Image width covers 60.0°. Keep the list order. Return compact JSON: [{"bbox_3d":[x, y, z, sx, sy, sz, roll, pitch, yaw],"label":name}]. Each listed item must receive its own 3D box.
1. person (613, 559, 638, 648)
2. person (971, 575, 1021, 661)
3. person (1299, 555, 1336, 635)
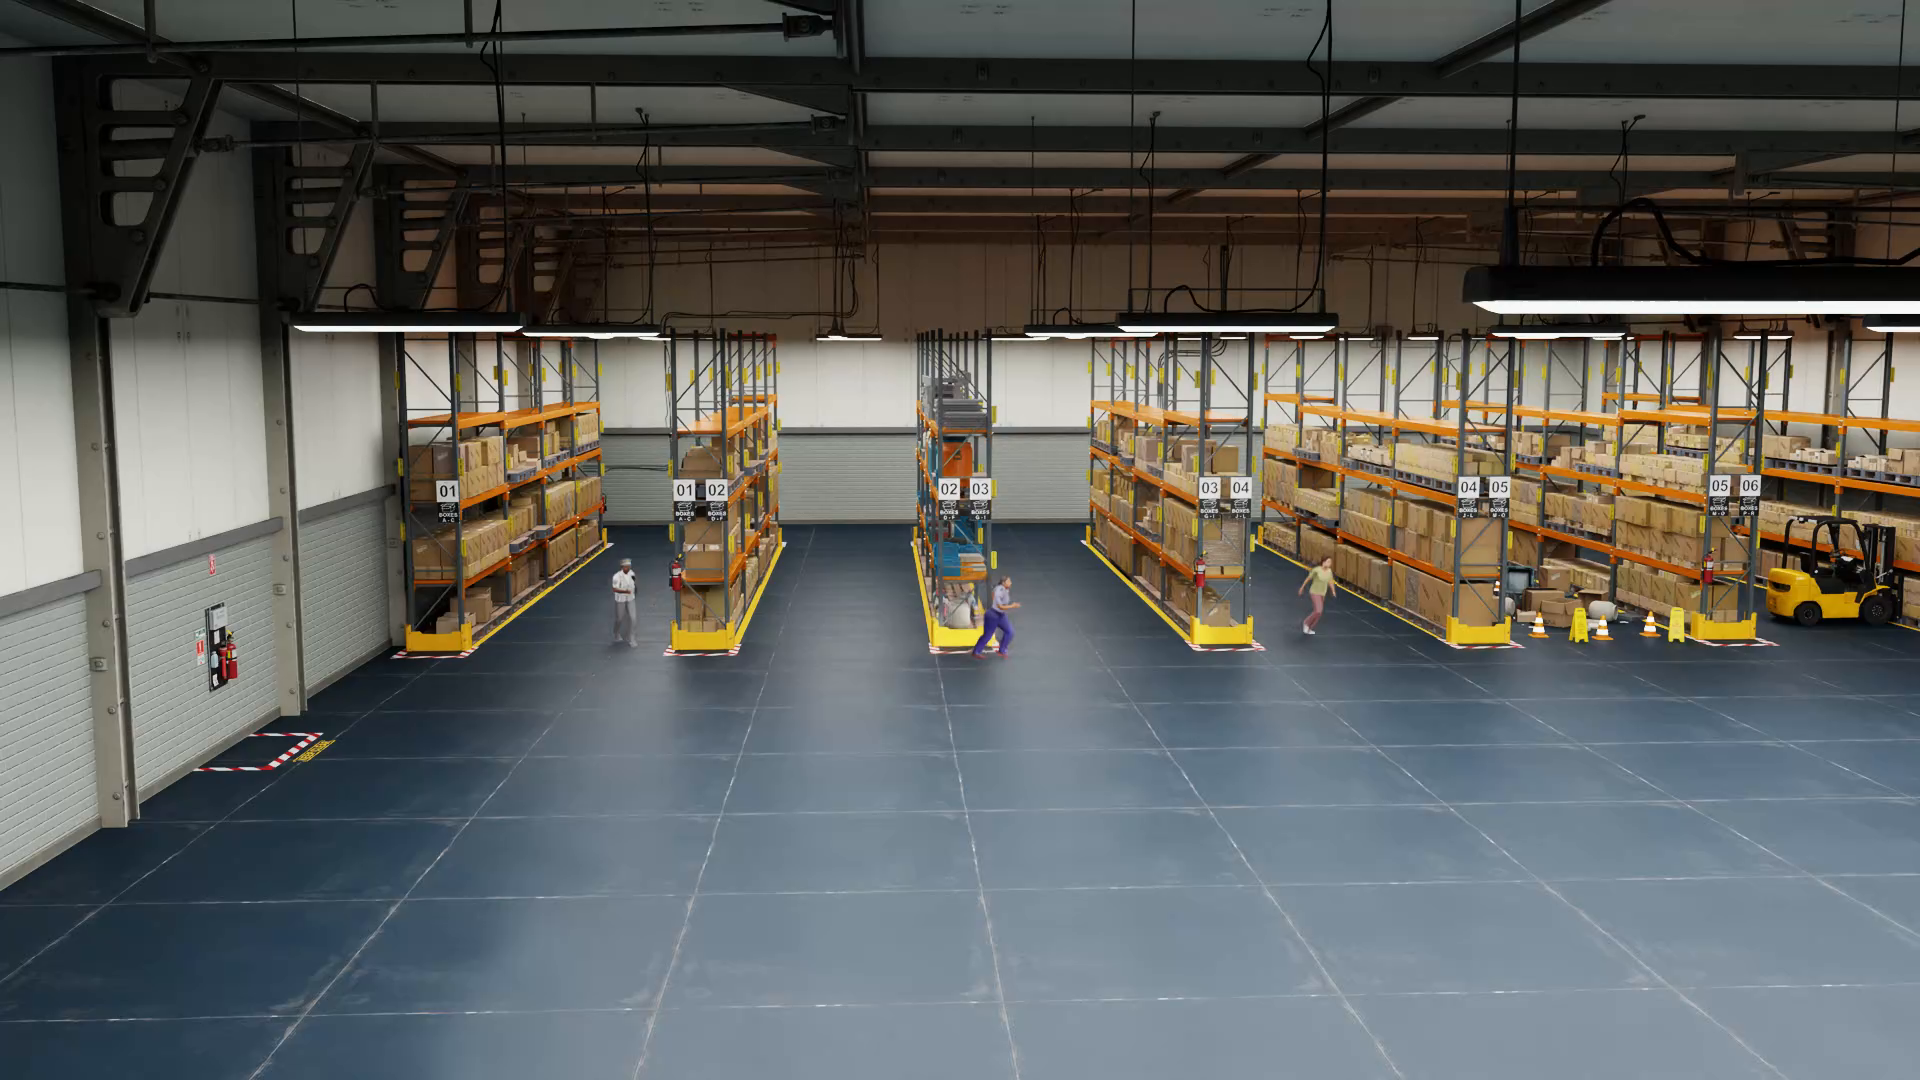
[{"bbox_3d":[-6.398,1.172,31.639,0.483,1.696,0.914,-3,8,-27],"label":"person"},{"bbox_3d":[0.665,1.416,30.006,0.934,1.605,0.598,3,7,22],"label":"person"},{"bbox_3d":[7.036,1.074,32.665,0.573,1.611,0.647,-4,8,-29],"label":"person"}]
